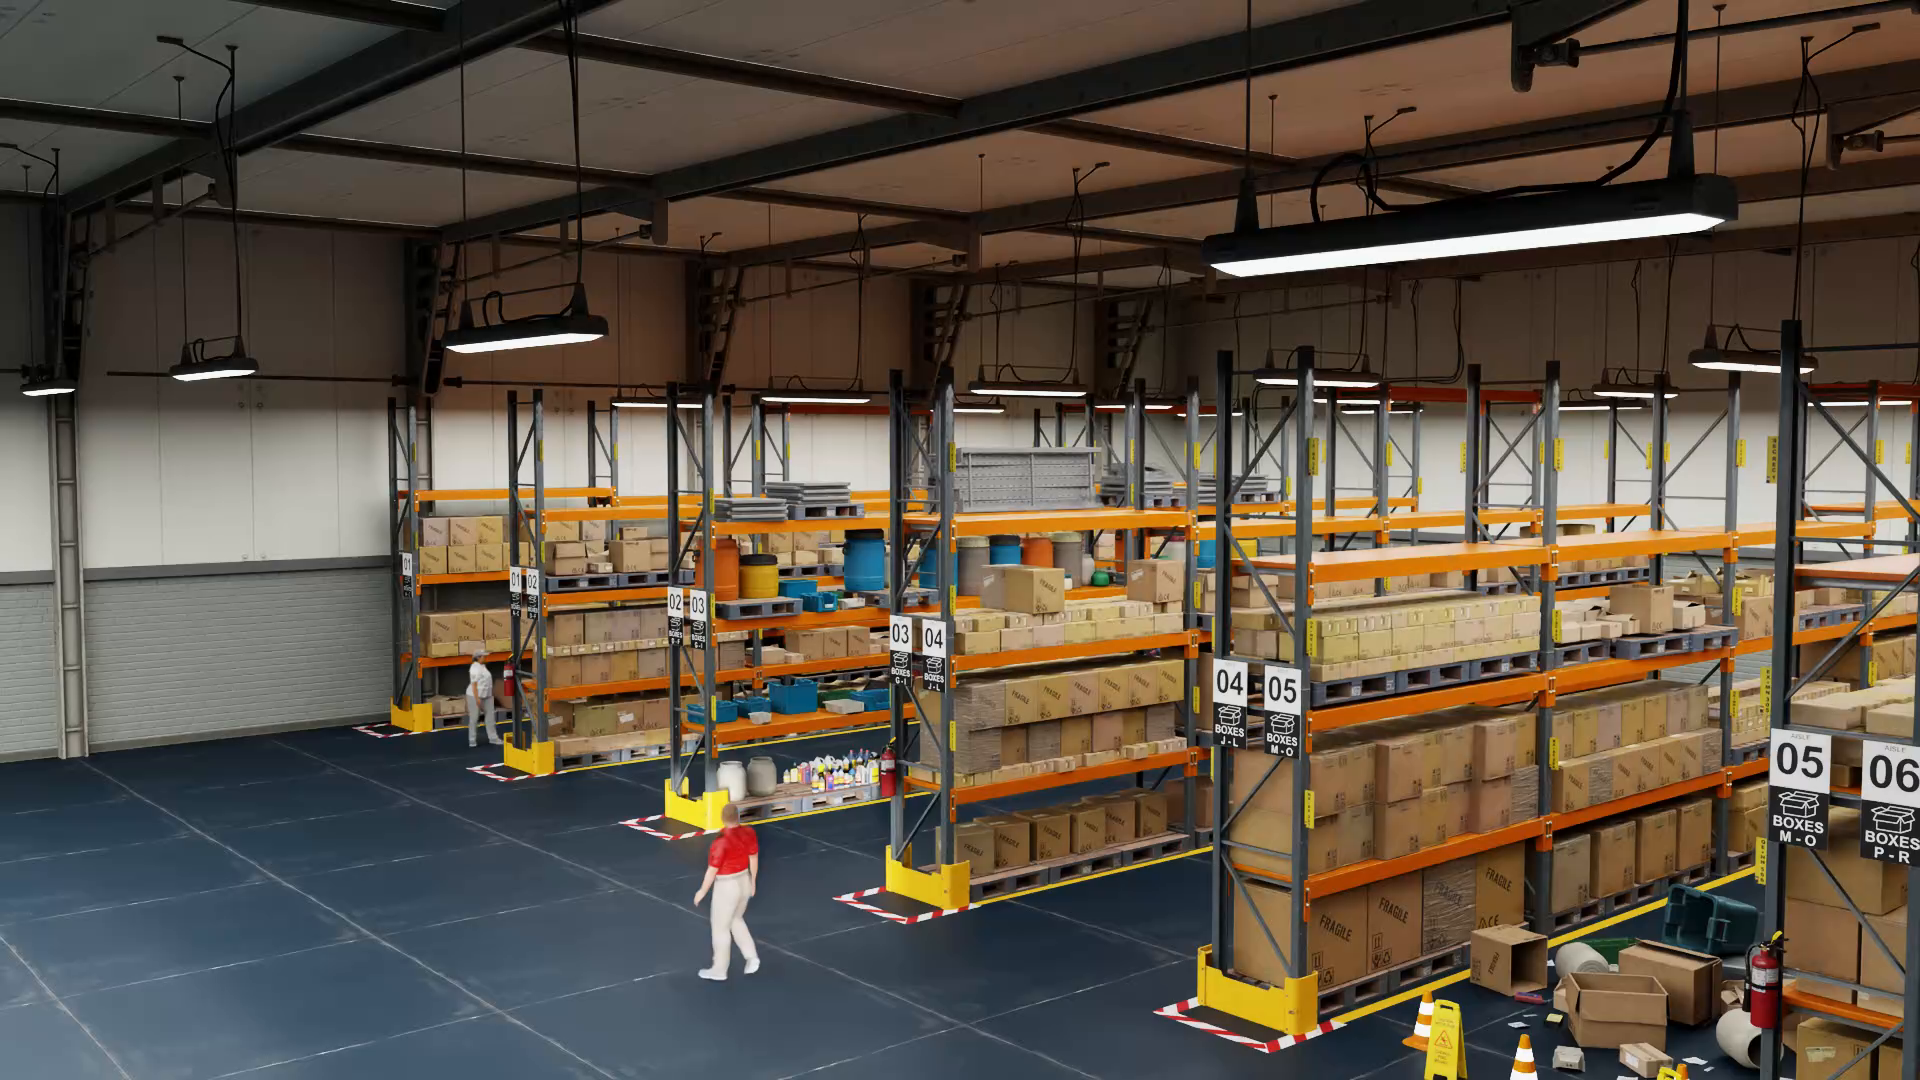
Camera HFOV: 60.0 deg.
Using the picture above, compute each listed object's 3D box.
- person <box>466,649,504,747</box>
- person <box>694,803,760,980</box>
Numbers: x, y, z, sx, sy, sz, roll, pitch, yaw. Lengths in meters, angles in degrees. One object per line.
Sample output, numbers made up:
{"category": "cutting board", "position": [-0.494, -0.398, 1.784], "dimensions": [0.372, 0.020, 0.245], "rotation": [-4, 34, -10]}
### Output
{"category": "person", "position": [-8.136, 2.687, 28.404], "dimensions": [0.556, 1.659, 0.542], "rotation": [1, 4, 24]}
{"category": "person", "position": [-2.244, 3.375, 16.014], "dimensions": [0.558, 1.739, 0.613], "rotation": [2, 4, 30]}
